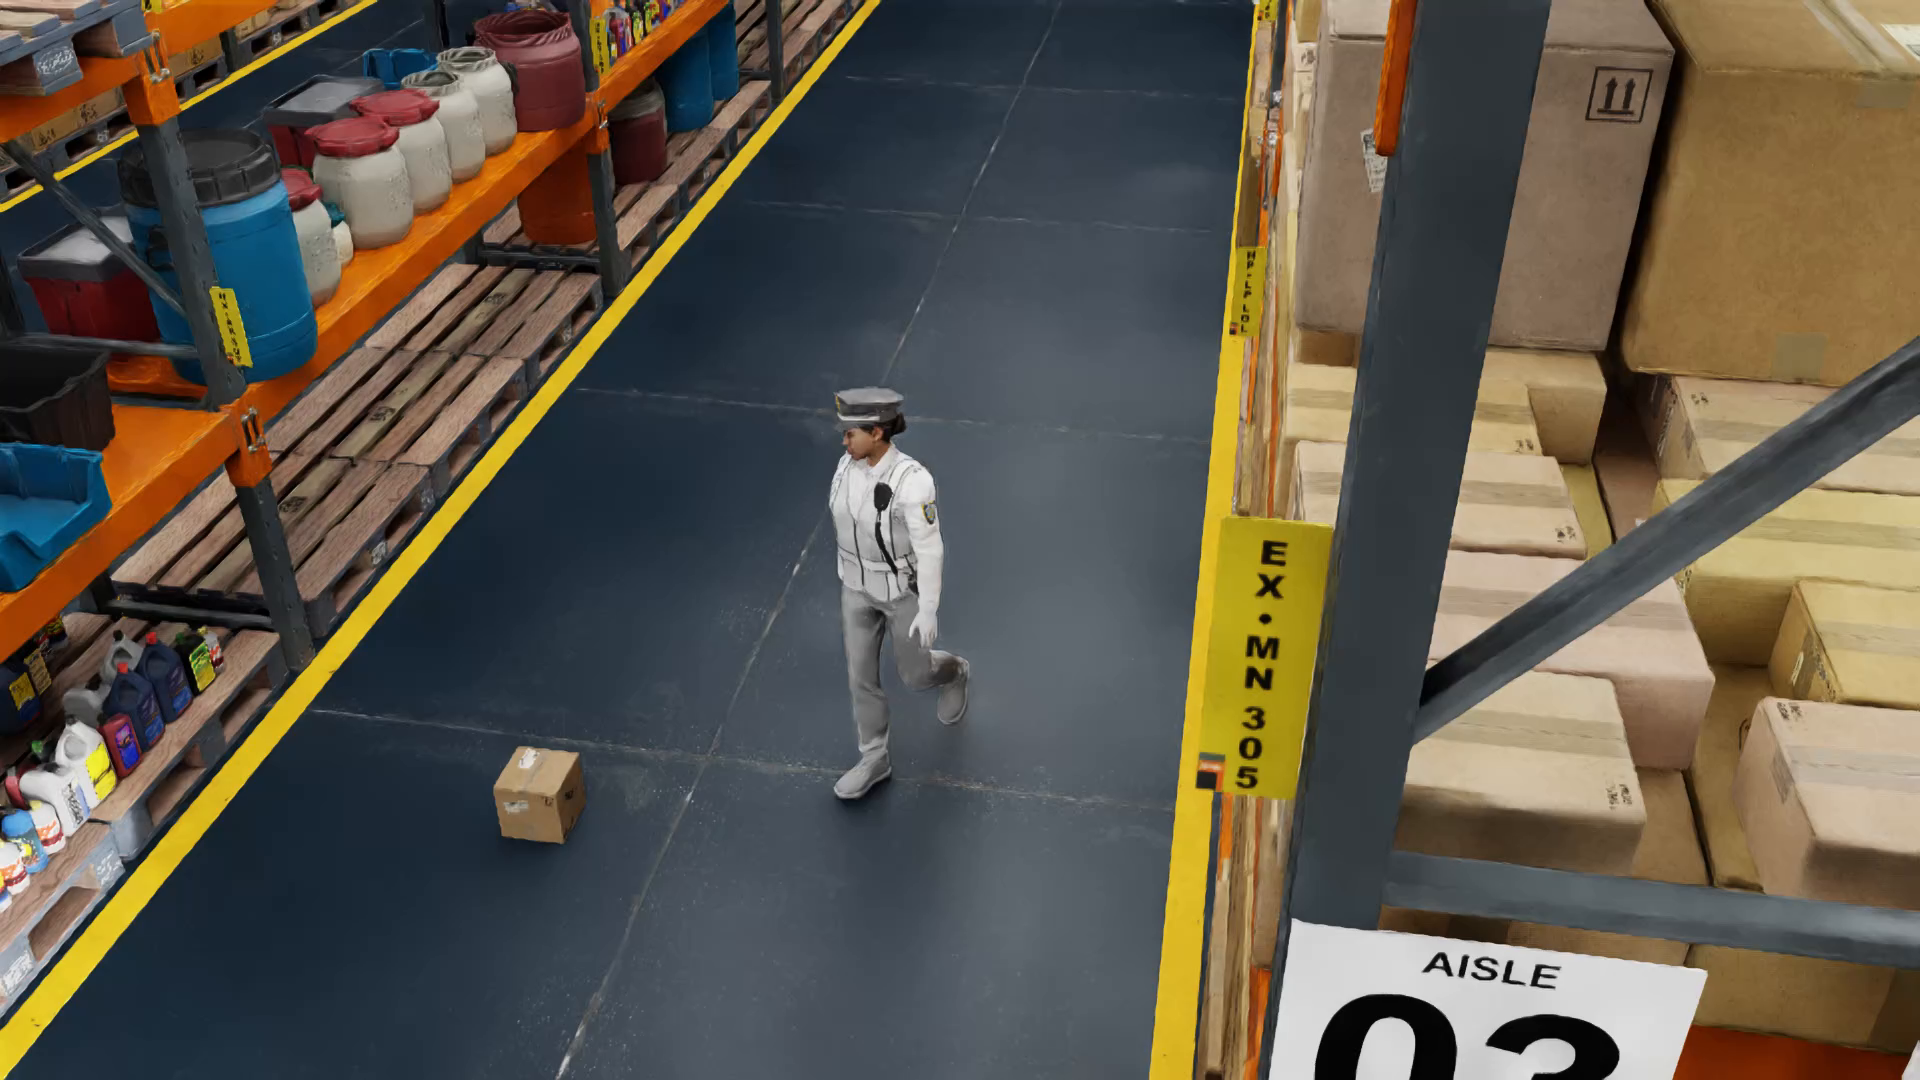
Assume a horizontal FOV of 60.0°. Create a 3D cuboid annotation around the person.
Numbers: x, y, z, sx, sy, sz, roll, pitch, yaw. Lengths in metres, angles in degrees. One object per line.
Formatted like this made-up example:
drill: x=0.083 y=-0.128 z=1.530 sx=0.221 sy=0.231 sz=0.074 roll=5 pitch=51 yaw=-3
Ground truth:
person: x=-0.245 y=0.168 z=6.361 sx=0.515 sy=1.636 sz=0.806 roll=20 pitch=38 yaw=28
